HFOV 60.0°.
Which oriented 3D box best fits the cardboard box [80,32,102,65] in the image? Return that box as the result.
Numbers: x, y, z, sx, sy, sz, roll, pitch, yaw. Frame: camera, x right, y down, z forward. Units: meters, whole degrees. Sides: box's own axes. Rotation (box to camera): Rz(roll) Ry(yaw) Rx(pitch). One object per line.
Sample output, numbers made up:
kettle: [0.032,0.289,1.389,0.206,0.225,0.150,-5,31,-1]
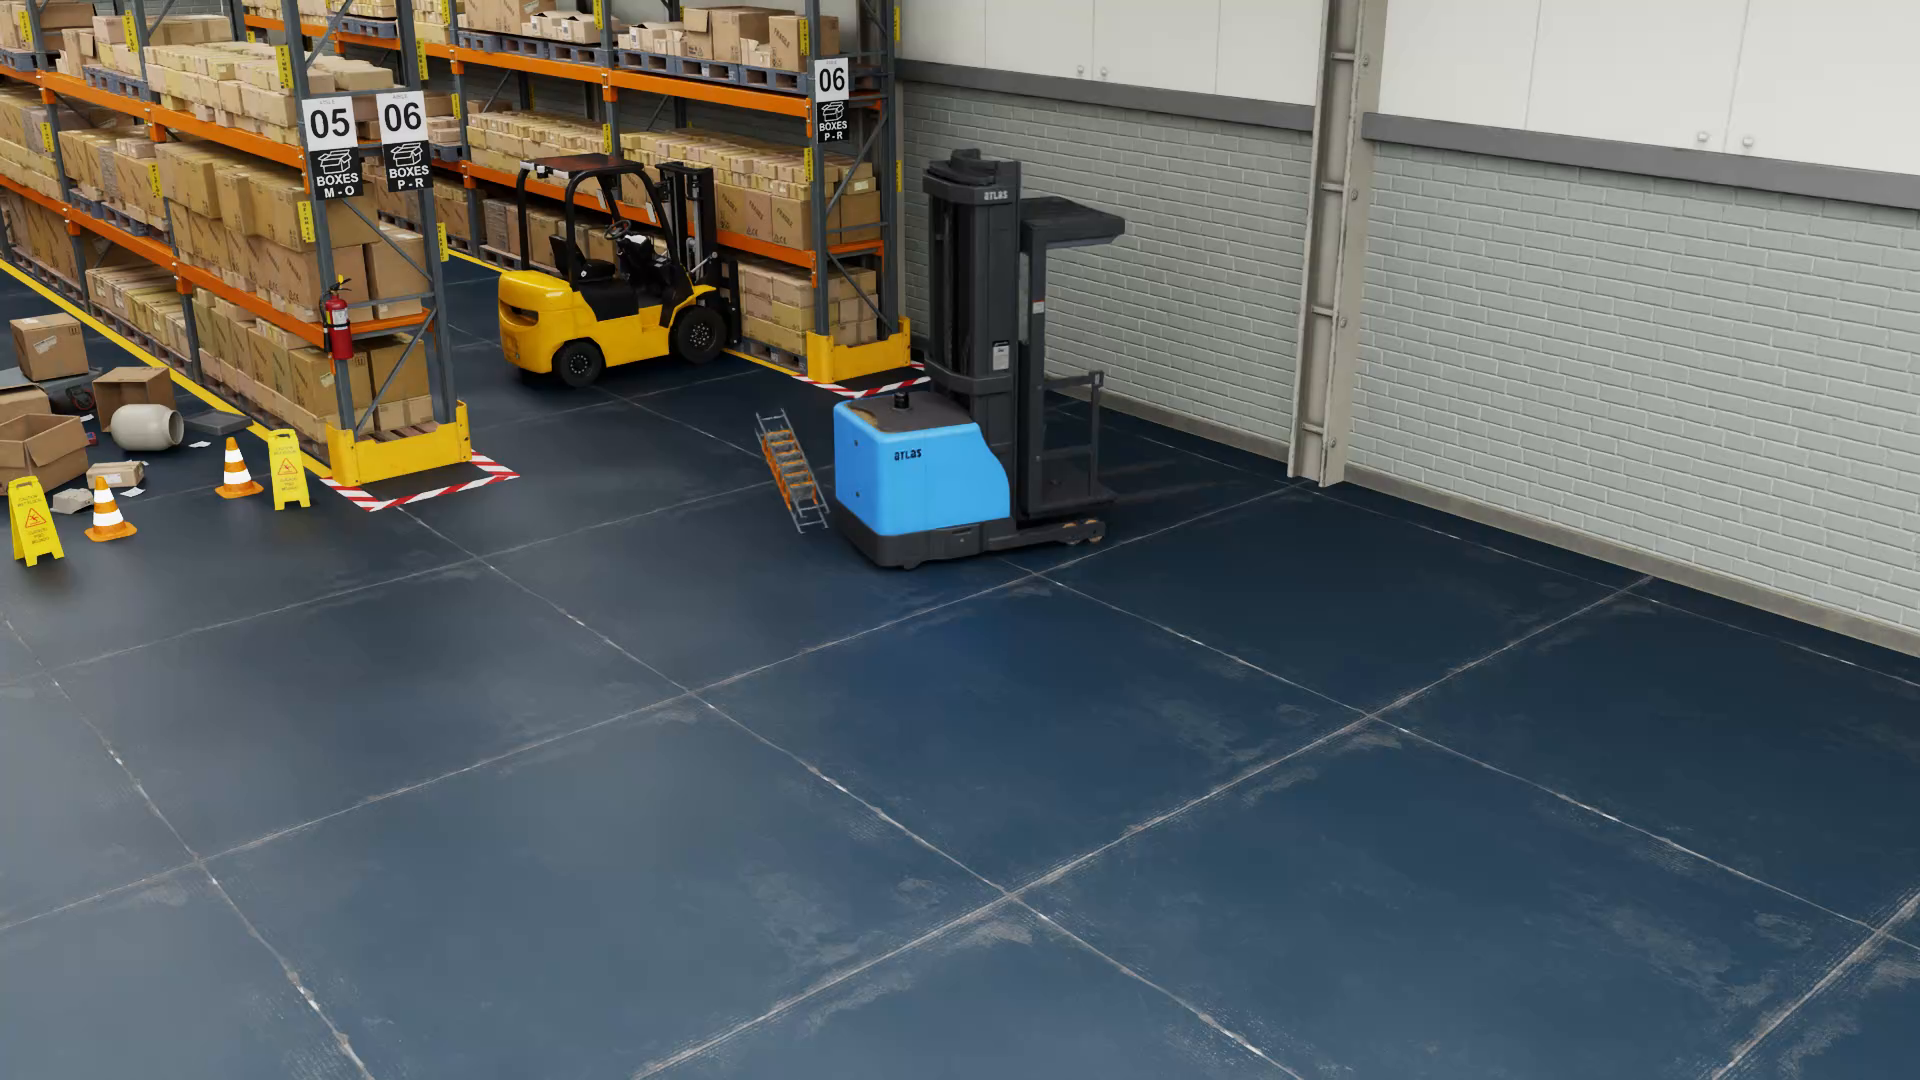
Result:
cardboard box: [-9.034,-5.243,18.002,0.797,0.503,0.637,-17,27,-37]

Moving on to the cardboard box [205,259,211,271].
cardboard box: [-7.076,-2.704,16.118,0.380,0.149,0.250,-18,27,-38]

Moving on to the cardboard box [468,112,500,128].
cardboard box: [-6.308,-5.586,22.106,0.380,0.149,0.250,-16,27,-36]

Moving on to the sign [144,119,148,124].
sign: [-9.646,-4.847,19.767,0.100,0.325,0.005,-17,27,-37]

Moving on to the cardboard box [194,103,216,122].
cardboard box: [-6.647,-3.866,14.972,0.380,0.149,0.250,-18,28,-38]

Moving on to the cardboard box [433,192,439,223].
cardboard box: [-7.394,-4.777,23.920,0.500,0.500,0.500,-16,27,-35]

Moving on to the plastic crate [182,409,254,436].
plastic crate: [-7.036,-1.119,15.732,0.583,0.080,0.402,12,24,27]

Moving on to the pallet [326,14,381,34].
pallet: [-8.531,-7.613,24.453,1.213,0.211,1.003,-17,27,-37]

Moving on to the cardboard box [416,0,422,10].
cardboard box: [-7.179,-7.311,22.674,0.380,0.149,0.250,-18,28,-38]

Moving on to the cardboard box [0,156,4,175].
cardboard box: [-12.236,-4.921,21.641,0.500,0.250,0.500,-18,28,-39]

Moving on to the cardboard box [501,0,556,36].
cardboard box: [-5.340,-6.541,20.609,0.500,0.500,0.500,-17,27,-36]

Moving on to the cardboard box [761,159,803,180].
cardboard box: [-1.840,-3.848,17.260,0.380,0.149,0.250,-17,27,-36]

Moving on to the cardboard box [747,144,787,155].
cardboard box: [-2.116,-4.250,18.288,0.380,0.149,0.250,-17,27,-37]

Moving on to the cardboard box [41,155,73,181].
cardboard box: [-10.559,-4.449,19.750,0.500,0.250,0.500,-18,27,-38]

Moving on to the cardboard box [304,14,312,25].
cardboard box: [-9.845,-8.023,25.586,0.380,0.149,0.250,-18,27,-38]

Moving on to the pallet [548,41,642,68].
pallet: [-4.267,-5.839,19.927,0.805,0.209,1.217,-19,28,-39]

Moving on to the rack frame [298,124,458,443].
rack frame: [-4.829,-2.002,13.984,1.000,3.000,0.127,-17,27,-37]

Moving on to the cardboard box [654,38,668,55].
cardboard box: [-3.117,-5.403,18.185,0.380,0.149,0.250,-16,27,-36]

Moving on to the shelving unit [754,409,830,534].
shelving unit: [-1.363,-0.567,13.413,0.258,0.189,1.200,-12,52,-20]

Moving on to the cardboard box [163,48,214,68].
cardboard box: [-7.124,-4.454,15.381,0.380,0.149,0.250,-19,28,-39]

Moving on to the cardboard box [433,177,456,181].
cardboard box: [-7.448,-5.109,23.878,0.380,0.149,0.250,-18,28,-38]

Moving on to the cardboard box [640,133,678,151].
cardboard box: [-3.446,-4.572,19.110,0.380,0.149,0.250,-17,27,-37]

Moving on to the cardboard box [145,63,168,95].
cardboard box: [-7.360,-4.386,15.755,0.500,0.250,0.500,-18,28,-39]

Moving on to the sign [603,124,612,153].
sign: [-4.087,-4.661,19.291,0.100,0.325,0.005,-17,27,-37]

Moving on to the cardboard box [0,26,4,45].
cardboard box: [-11.215,-6.040,19.787,0.396,0.266,0.258,-18,28,-39]

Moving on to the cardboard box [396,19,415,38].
cardboard box: [-7.467,-7.083,23.048,0.500,0.250,0.500,-17,27,-37]

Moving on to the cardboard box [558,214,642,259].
cardboard box: [-4.532,-3.738,21.095,0.875,0.625,0.625,-18,28,-38]

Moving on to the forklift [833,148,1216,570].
forklift: [0.575,-1.491,12.773,3.031,2.935,1.130,-10,23,-23]

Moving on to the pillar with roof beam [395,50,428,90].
pillar with roof beam: [-11.937,-8.676,22.796,9.100,9.000,0.400,-17,27,-37]

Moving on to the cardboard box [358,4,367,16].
cardboard box: [-8.342,-7.563,23.700,0.380,0.149,0.250,-18,28,-38]

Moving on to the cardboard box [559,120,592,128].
cardboard box: [-4.910,-5.283,21.332,0.380,0.149,0.250,-16,27,-36]

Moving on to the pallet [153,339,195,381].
pallet: [-7.949,-2.024,17.862,1.003,0.211,1.213,-17,27,-37]

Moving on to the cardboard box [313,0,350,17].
cardboard box: [-9.409,-8.040,25.082,0.500,0.250,0.500,-17,27,-37]

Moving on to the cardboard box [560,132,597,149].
cardboard box: [-4.647,-4.869,20.275,0.380,0.149,0.250,-19,28,-39]

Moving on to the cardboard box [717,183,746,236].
cardboard box: [-2.257,-3.592,17.905,0.500,0.500,0.500,-18,28,-38]

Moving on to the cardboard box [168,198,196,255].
cardboard box: [-7.364,-3.105,16.253,0.500,0.500,0.500,-18,27,-38]

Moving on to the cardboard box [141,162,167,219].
cardboard box: [-7.915,-3.561,16.843,0.500,0.500,0.500,-18,28,-38]

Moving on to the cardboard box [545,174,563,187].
cardboard box: [-4.842,-4.579,20.769,0.500,0.250,0.500,-17,27,-37]

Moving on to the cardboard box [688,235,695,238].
cardboard box: [-2.872,-3.445,19.489,0.500,0.250,0.500,-18,28,-38]

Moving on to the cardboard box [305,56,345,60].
cardboard box: [-5.650,-4.174,14.667,0.380,0.149,0.250,-17,27,-36]

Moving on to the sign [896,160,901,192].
sign: [-0.646,-3.756,17.164,0.100,0.325,0.005,-17,27,-37]

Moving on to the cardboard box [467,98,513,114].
cardboard box: [-6.510,-5.817,23.010,0.500,0.500,0.500,-16,26,-35]

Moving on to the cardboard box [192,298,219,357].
cardboard box: [-7.259,-2.145,16.513,0.500,0.500,0.500,-16,26,-35]

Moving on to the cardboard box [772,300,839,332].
cardboard box: [-1.625,-2.393,17.490,0.500,0.250,0.500,-18,28,-38]

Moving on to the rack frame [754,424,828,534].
rack frame: [-1.376,-0.506,13.480,0.240,0.006,1.200,-12,52,-20]

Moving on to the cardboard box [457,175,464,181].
cardboard box: [-7.088,-5.235,24.198,0.380,0.149,0.250,-18,28,-39]

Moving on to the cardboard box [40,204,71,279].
cardboard box: [-11.018,-3.877,21.107,0.875,0.875,0.875,-17,27,-37]

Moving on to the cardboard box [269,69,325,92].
cardboard box: [-5.412,-3.757,13.601,0.380,0.149,0.250,-17,27,-37]

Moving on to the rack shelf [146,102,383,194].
rack shelf: [-6.134,-3.617,14.979,1.077,0.370,4.000,-17,27,-37]

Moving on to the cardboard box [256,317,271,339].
cardboard box: [-6.172,-1.957,15.144,0.380,0.149,0.250,-16,27,-35]

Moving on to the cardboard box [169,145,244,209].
cardboard box: [-7.000,-3.439,15.735,0.700,0.500,0.500,-17,27,-37]

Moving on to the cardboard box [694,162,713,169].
cardboard box: [-2.679,-4.056,18.201,0.380,0.149,0.250,-18,28,-38]

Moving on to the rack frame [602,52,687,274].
rack frame: [-3.682,-4.290,19.825,1.000,3.000,0.127,-17,27,-37]

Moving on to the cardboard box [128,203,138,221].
cardboard box: [-8.508,-3.472,17.504,0.380,0.149,0.250,-17,27,-37]

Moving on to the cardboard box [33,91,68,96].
cardboard box: [-11.521,-5.480,21.355,0.500,0.500,0.500,-16,27,-36]
